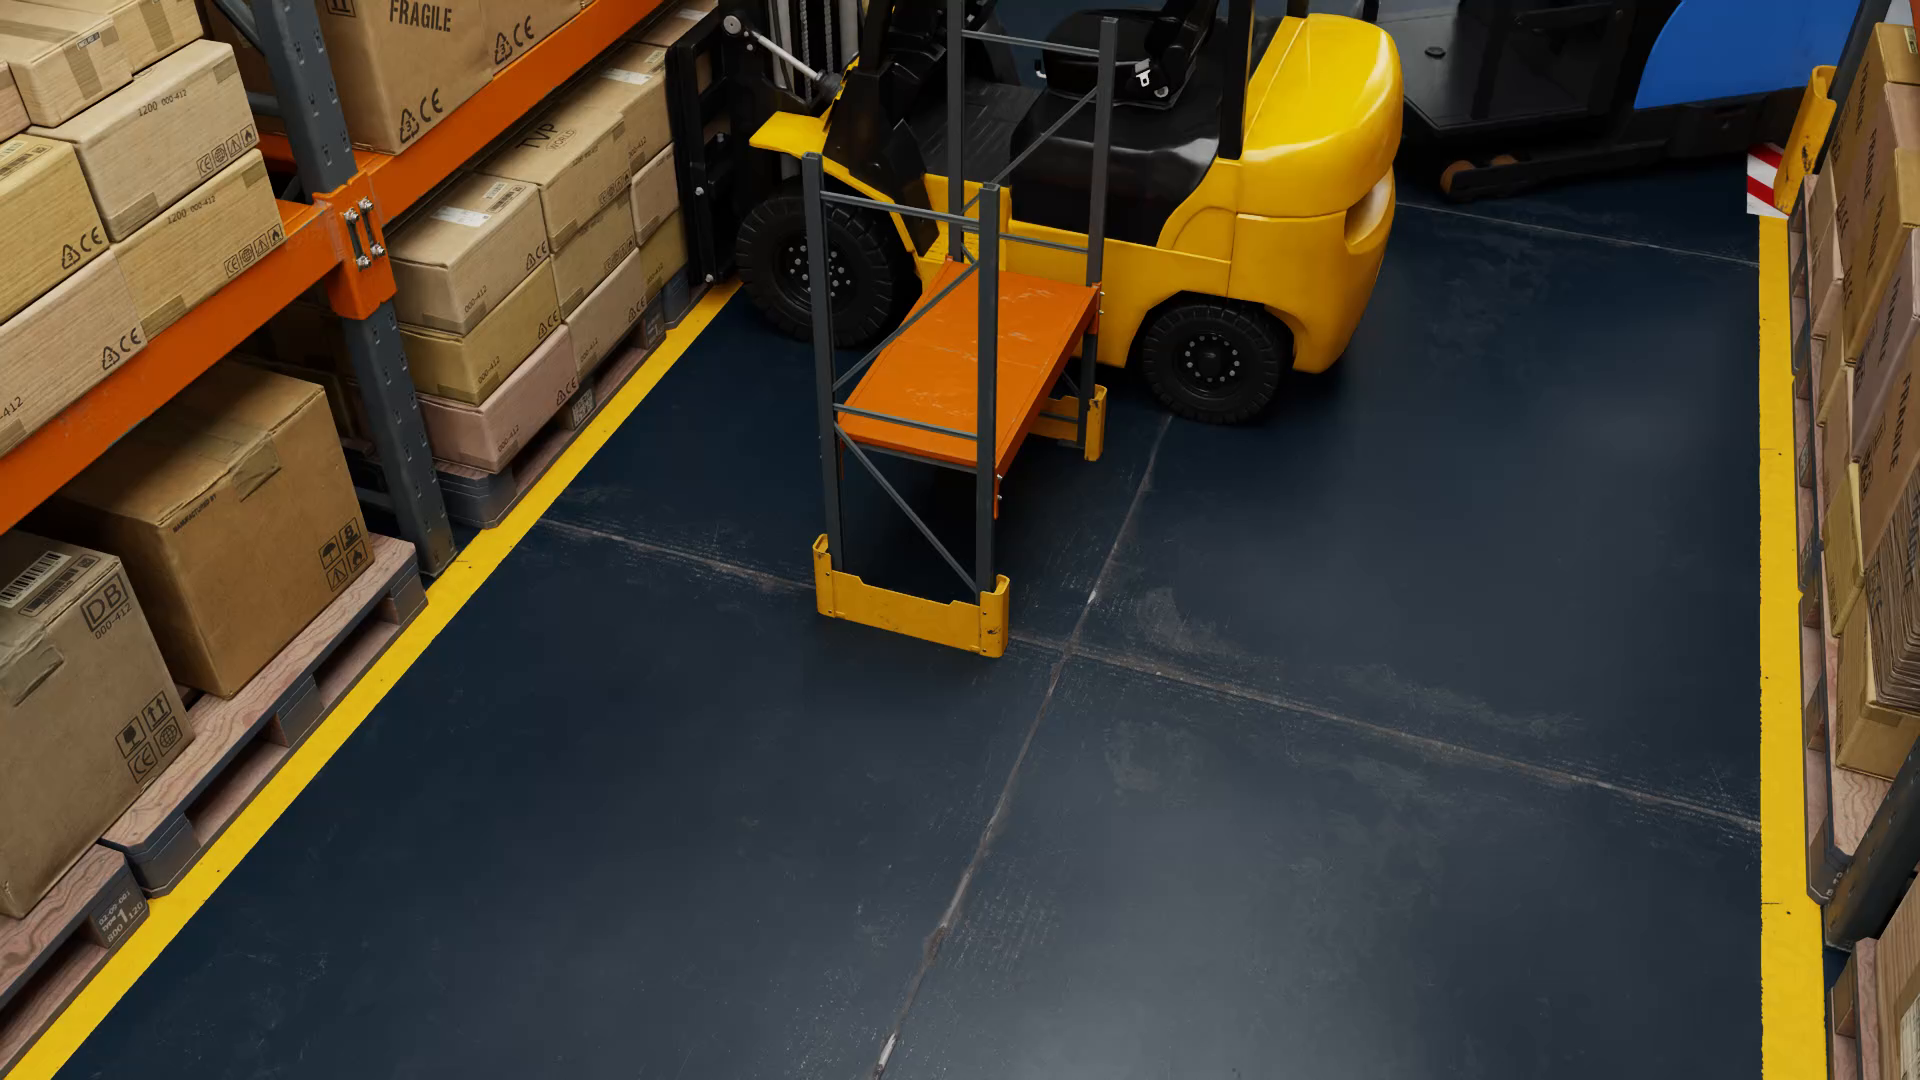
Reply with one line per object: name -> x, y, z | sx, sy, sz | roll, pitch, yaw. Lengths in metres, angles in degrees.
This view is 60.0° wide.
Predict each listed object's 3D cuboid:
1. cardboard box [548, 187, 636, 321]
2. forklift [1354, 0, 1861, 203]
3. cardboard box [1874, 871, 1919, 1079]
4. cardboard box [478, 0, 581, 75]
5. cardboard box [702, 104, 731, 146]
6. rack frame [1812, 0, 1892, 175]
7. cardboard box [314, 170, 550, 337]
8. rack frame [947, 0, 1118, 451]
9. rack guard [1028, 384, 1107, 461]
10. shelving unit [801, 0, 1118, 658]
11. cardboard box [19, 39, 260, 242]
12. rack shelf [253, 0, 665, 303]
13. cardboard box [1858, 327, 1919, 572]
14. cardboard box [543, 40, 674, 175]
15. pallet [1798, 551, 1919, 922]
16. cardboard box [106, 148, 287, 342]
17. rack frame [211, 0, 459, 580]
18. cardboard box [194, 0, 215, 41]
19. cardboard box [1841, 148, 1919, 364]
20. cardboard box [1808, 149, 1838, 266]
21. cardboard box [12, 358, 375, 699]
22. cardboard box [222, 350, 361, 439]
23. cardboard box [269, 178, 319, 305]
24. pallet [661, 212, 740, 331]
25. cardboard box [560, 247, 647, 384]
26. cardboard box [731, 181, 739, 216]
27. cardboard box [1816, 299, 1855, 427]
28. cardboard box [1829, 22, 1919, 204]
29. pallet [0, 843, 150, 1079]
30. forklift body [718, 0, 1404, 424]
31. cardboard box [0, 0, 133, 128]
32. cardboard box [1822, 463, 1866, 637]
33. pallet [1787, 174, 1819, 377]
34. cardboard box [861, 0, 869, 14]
cardboard box -> -1.430, -1.005, 5.526 | 0.500, 0.250, 0.500 | 13, 42, 15
forklift -> 2.208, -2.893, 6.383 | 3.031, 2.935, 1.130 | -10, 42, -12
cardboard box -> 2.432, 1.093, 3.359 | 0.950, 0.372, 0.625 | 14, 42, 16
cardboard box -> -1.497, -1.739, 4.900 | 0.500, 0.500, 0.500 | 14, 42, 16
cardboard box -> -1.074, -1.616, 6.243 | 0.500, 0.250, 0.500 | 13, 42, 15
rack frame -> 3.977, -2.507, 5.877 | 1.000, 3.000, 0.127 | 13, 42, 15
cardboard box -> -1.596, -0.886, 5.002 | 0.500, 0.250, 0.500 | 13, 42, 14
rack frame -> 0.203, -0.933, 5.188 | 0.500, 1.500, 0.032 | 13, 42, 15
rack guard -> 0.196, -0.445, 5.579 | 0.587, 0.250, 0.087 | 13, 42, 15
shelving unit -> 0.026, -0.617, 4.818 | 0.587, 1.500, 1.083 | 13, 42, 15
cardboard box -> -1.984, -0.943, 3.775 | 0.500, 0.250, 0.500 | 12, 42, 14
rack shelf -> -1.372, -2.113, 5.970 | 1.077, 0.370, 4.000 | 13, 42, 15
cardboard box -> 2.732, -0.197, 4.387 | 0.500, 0.500, 0.500 | 14, 42, 16
cardboard box -> -1.252, -1.502, 5.724 | 0.500, 0.250, 0.500 | 15, 43, 17
pallet -> 2.806, 0.576, 4.412 | 1.003, 0.211, 1.213 | 13, 42, 15
cardboard box -> -1.983, -0.744, 3.927 | 0.500, 0.250, 0.500 | 14, 42, 16
rack frame -> -2.056, -1.167, 4.306 | 1.000, 3.000, 0.127 | 13, 42, 15
cardboard box -> -2.157, -1.539, 4.665 | 0.500, 0.500, 0.500 | 13, 42, 15
cardboard box -> 3.080, -0.837, 5.137 | 0.500, 0.500, 0.500 | 14, 42, 16
cardboard box -> 3.441, -1.190, 6.129 | 0.500, 0.250, 0.500 | 13, 42, 15
cardboard box -> -2.224, -0.102, 4.565 | 0.875, 0.625, 0.625 | 15, 43, 17
cardboard box -> -2.080, -0.621, 5.462 | 0.500, 0.250, 0.500 | 14, 42, 16
cardboard box -> -2.070, -1.004, 5.140 | 0.500, 0.250, 0.500 | 14, 42, 16
pallet -> -1.330, -1.328, 6.644 | 1.003, 0.211, 1.213 | 13, 42, 15
cardboard box -> -1.421, -0.815, 5.689 | 0.500, 0.250, 0.500 | 12, 42, 14
cardboard box -> -1.067, -1.437, 6.418 | 0.500, 0.250, 0.500 | 15, 43, 16
cardboard box -> 3.085, -0.545, 5.372 | 0.500, 0.250, 0.500 | 16, 43, 18
cardboard box -> 3.434, -1.461, 5.868 | 0.500, 0.500, 0.500 | 12, 42, 14
pallet -> -2.687, 1.099, 3.799 | 1.003, 0.211, 1.213 | 13, 42, 15
forklift body -> 0.377, -1.722, 5.611 | 2.313, 2.155, 1.214 | 13, 42, 15
cardboard box -> -2.036, -1.032, 3.572 | 0.380, 0.149, 0.250 | 13, 42, 14
cardboard box -> 2.732, 0.072, 4.650 | 0.500, 0.250, 0.500 | 12, 42, 14
pallet -> 3.640, -0.912, 6.156 | 1.003, 0.211, 1.213 | 13, 42, 15
cardboard box -> -0.561, -2.544, 7.330 | 0.500, 0.250, 0.500 | 13, 42, 15
